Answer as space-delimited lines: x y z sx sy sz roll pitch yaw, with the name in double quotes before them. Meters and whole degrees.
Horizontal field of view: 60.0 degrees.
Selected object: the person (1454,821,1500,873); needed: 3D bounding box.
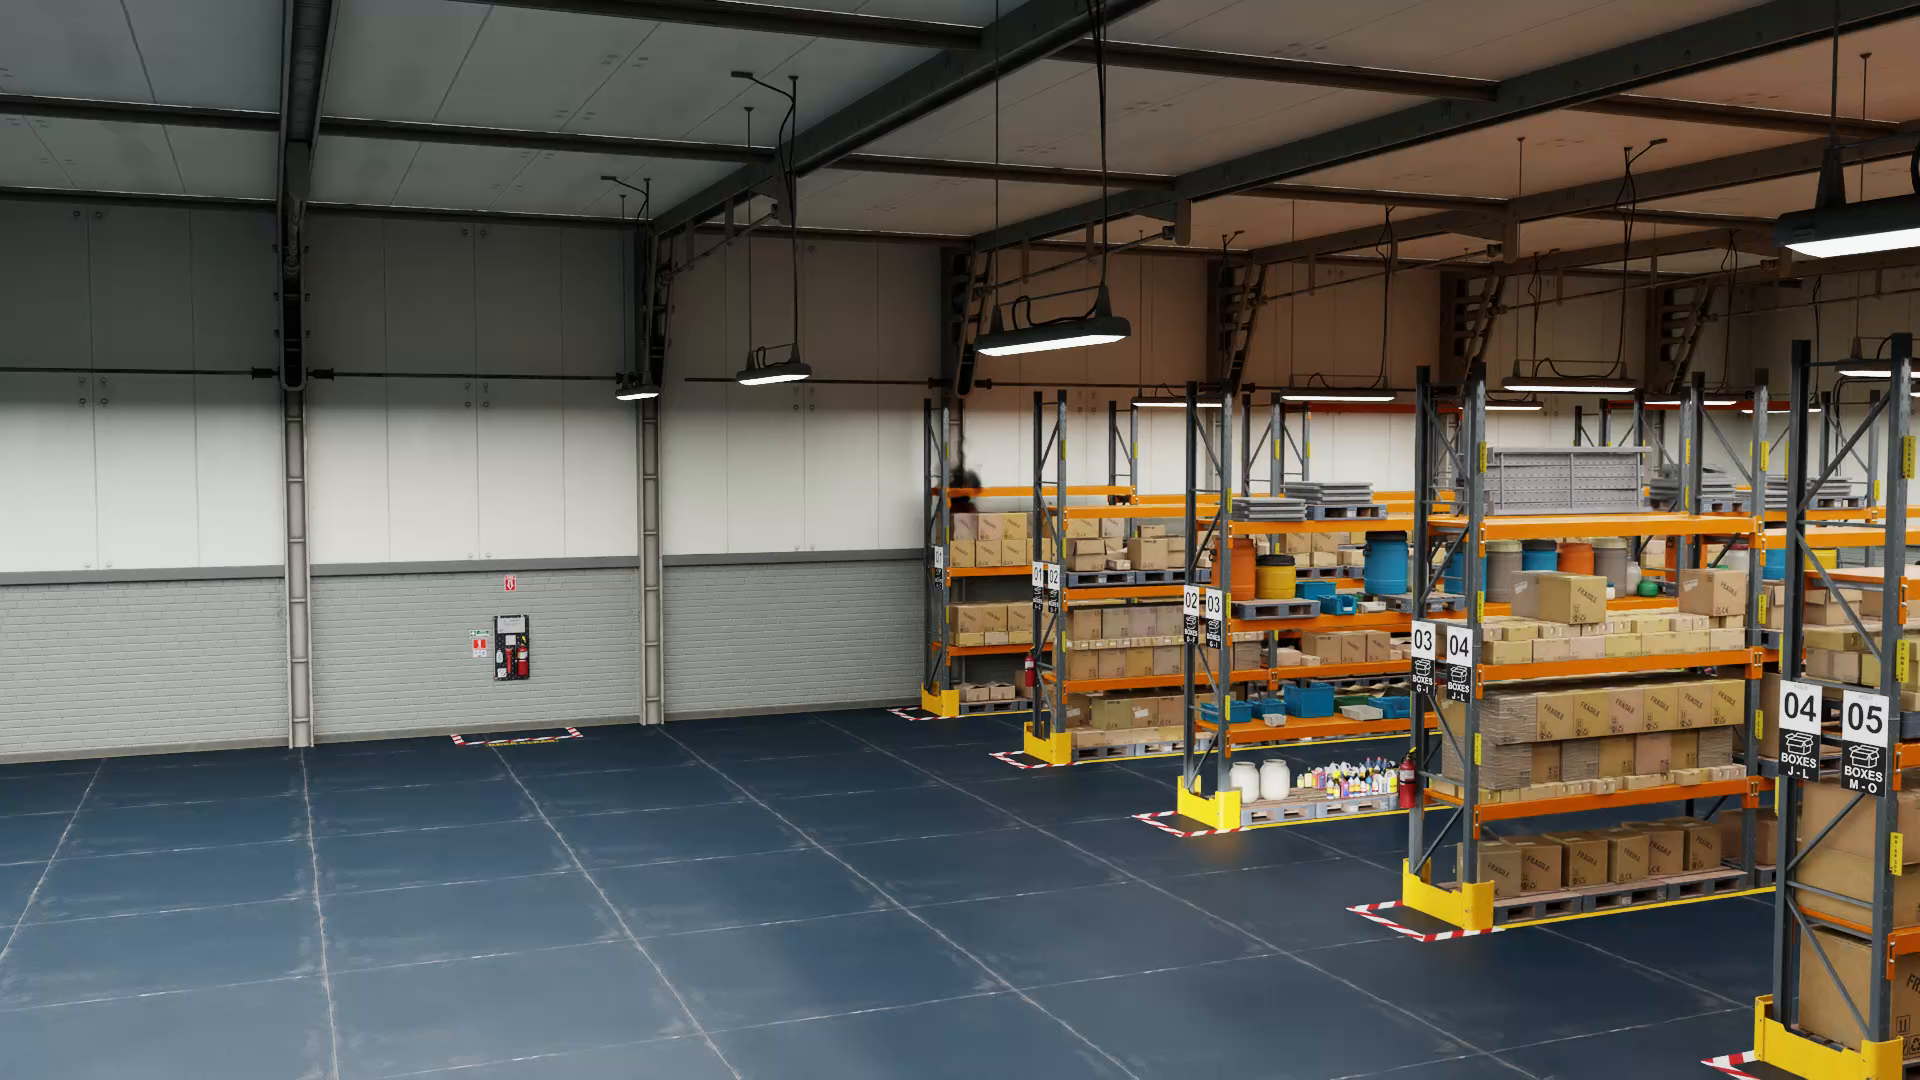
"person" 6.267 3.168 20.072 0.879 1.597 0.540 -2 4 -30
